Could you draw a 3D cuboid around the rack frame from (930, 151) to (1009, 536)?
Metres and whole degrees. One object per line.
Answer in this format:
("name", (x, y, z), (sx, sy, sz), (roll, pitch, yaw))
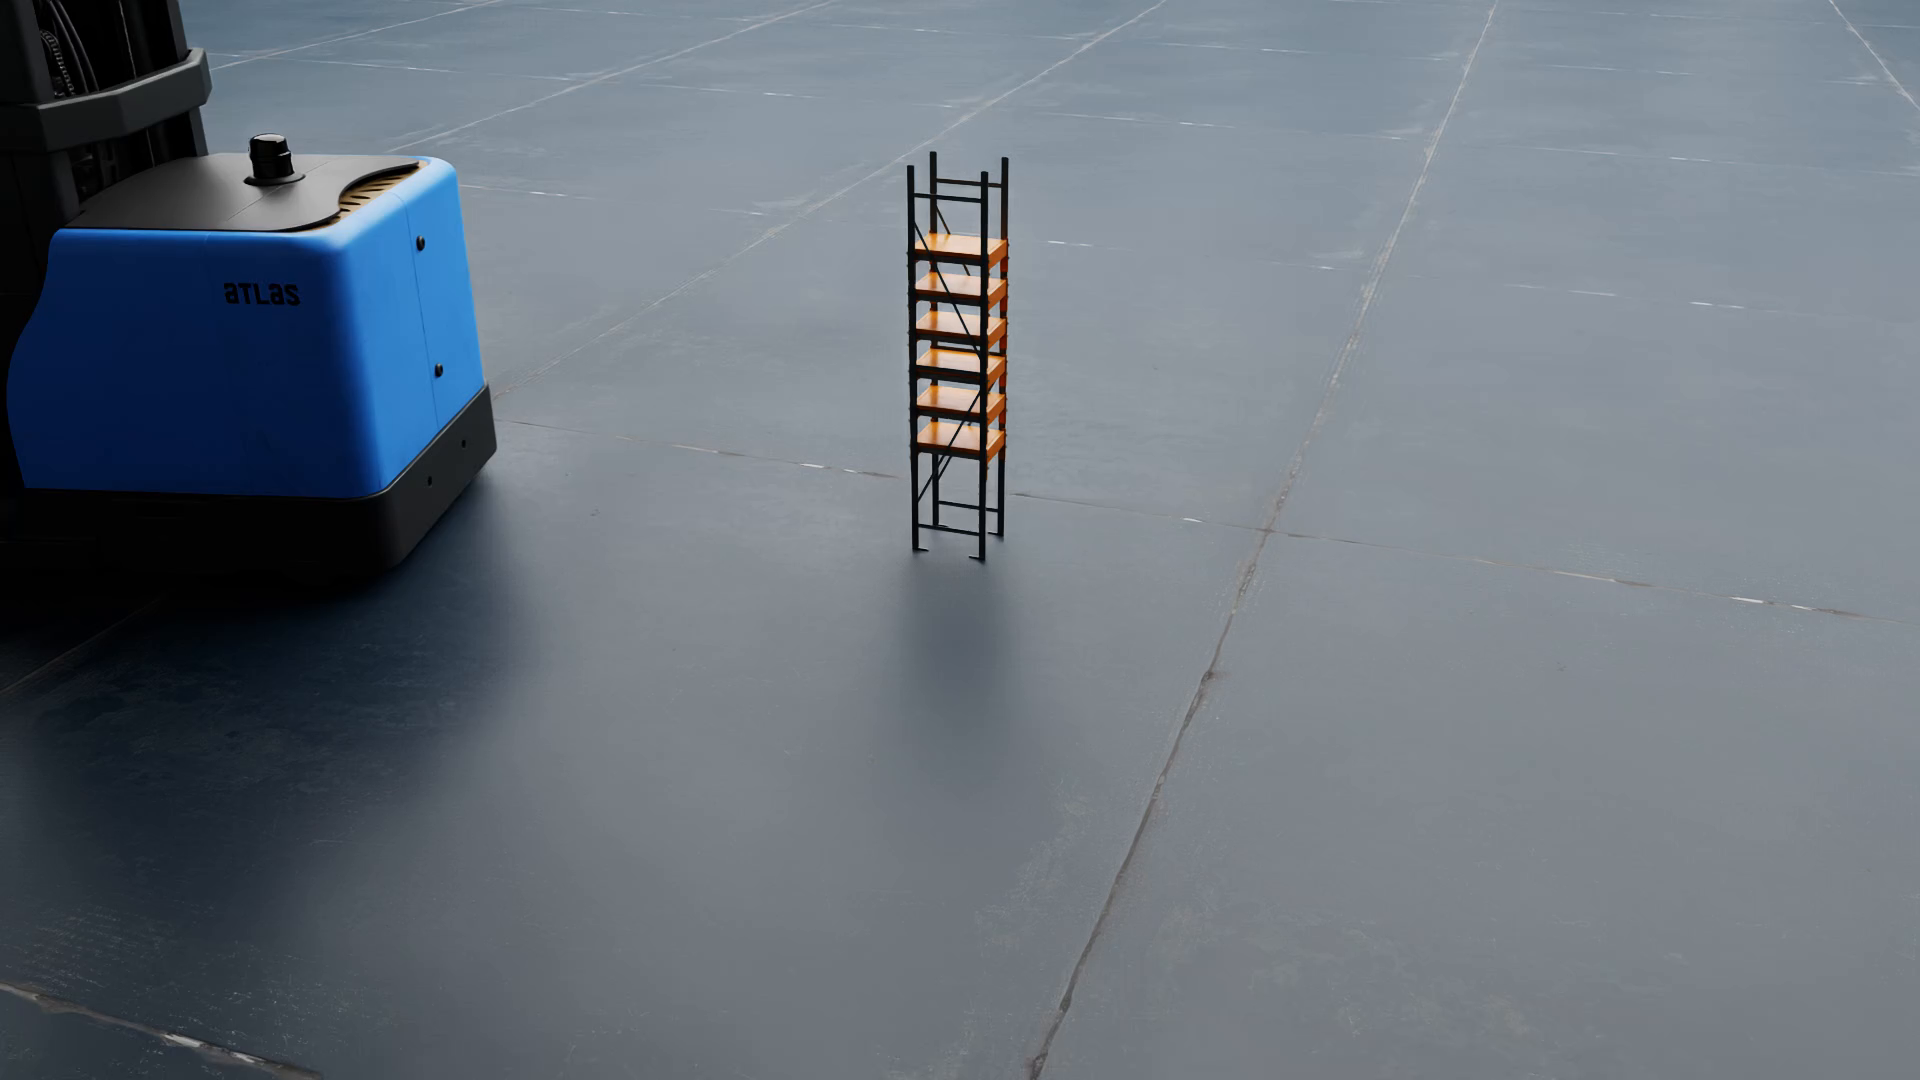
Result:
("rack frame", (0.026, -0.572, 5.054), (0.240, 1.200, 0.006), (9, 27, 17))

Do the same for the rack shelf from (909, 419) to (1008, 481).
("rack shelf", (-0.005, -0.278, 5.100), (0.258, 0.103, 0.180), (9, 27, 17))

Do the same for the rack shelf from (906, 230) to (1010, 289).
("rack shelf", (-0.005, -0.818, 4.839), (0.258, 0.103, 0.180), (9, 27, 17))

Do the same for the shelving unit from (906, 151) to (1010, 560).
("shelving unit", (-0.005, -0.534, 4.976), (0.258, 1.200, 0.189), (9, 27, 17))

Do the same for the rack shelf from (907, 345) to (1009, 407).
("rack shelf", (-0.005, -0.494, 4.996), (0.258, 0.103, 0.180), (9, 27, 17))

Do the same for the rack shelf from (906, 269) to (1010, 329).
("rack shelf", (-0.005, -0.710, 4.891), (0.258, 0.103, 0.180), (9, 27, 17))

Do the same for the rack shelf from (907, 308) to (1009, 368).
("rack shelf", (-0.005, -0.602, 4.943), (0.258, 0.103, 0.180), (9, 27, 17))

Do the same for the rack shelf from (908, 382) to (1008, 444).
("rack shelf", (-0.005, -0.386, 5.048), (0.258, 0.103, 0.180), (9, 27, 17))

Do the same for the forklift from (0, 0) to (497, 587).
("forklift", (-3.137, -1.427, 4.835), (3.031, 2.935, 1.130), (2, 26, 4))

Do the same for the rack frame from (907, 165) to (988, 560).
("rack frame", (-0.035, -0.496, 4.899), (0.240, 1.200, 0.006), (9, 27, 17))
